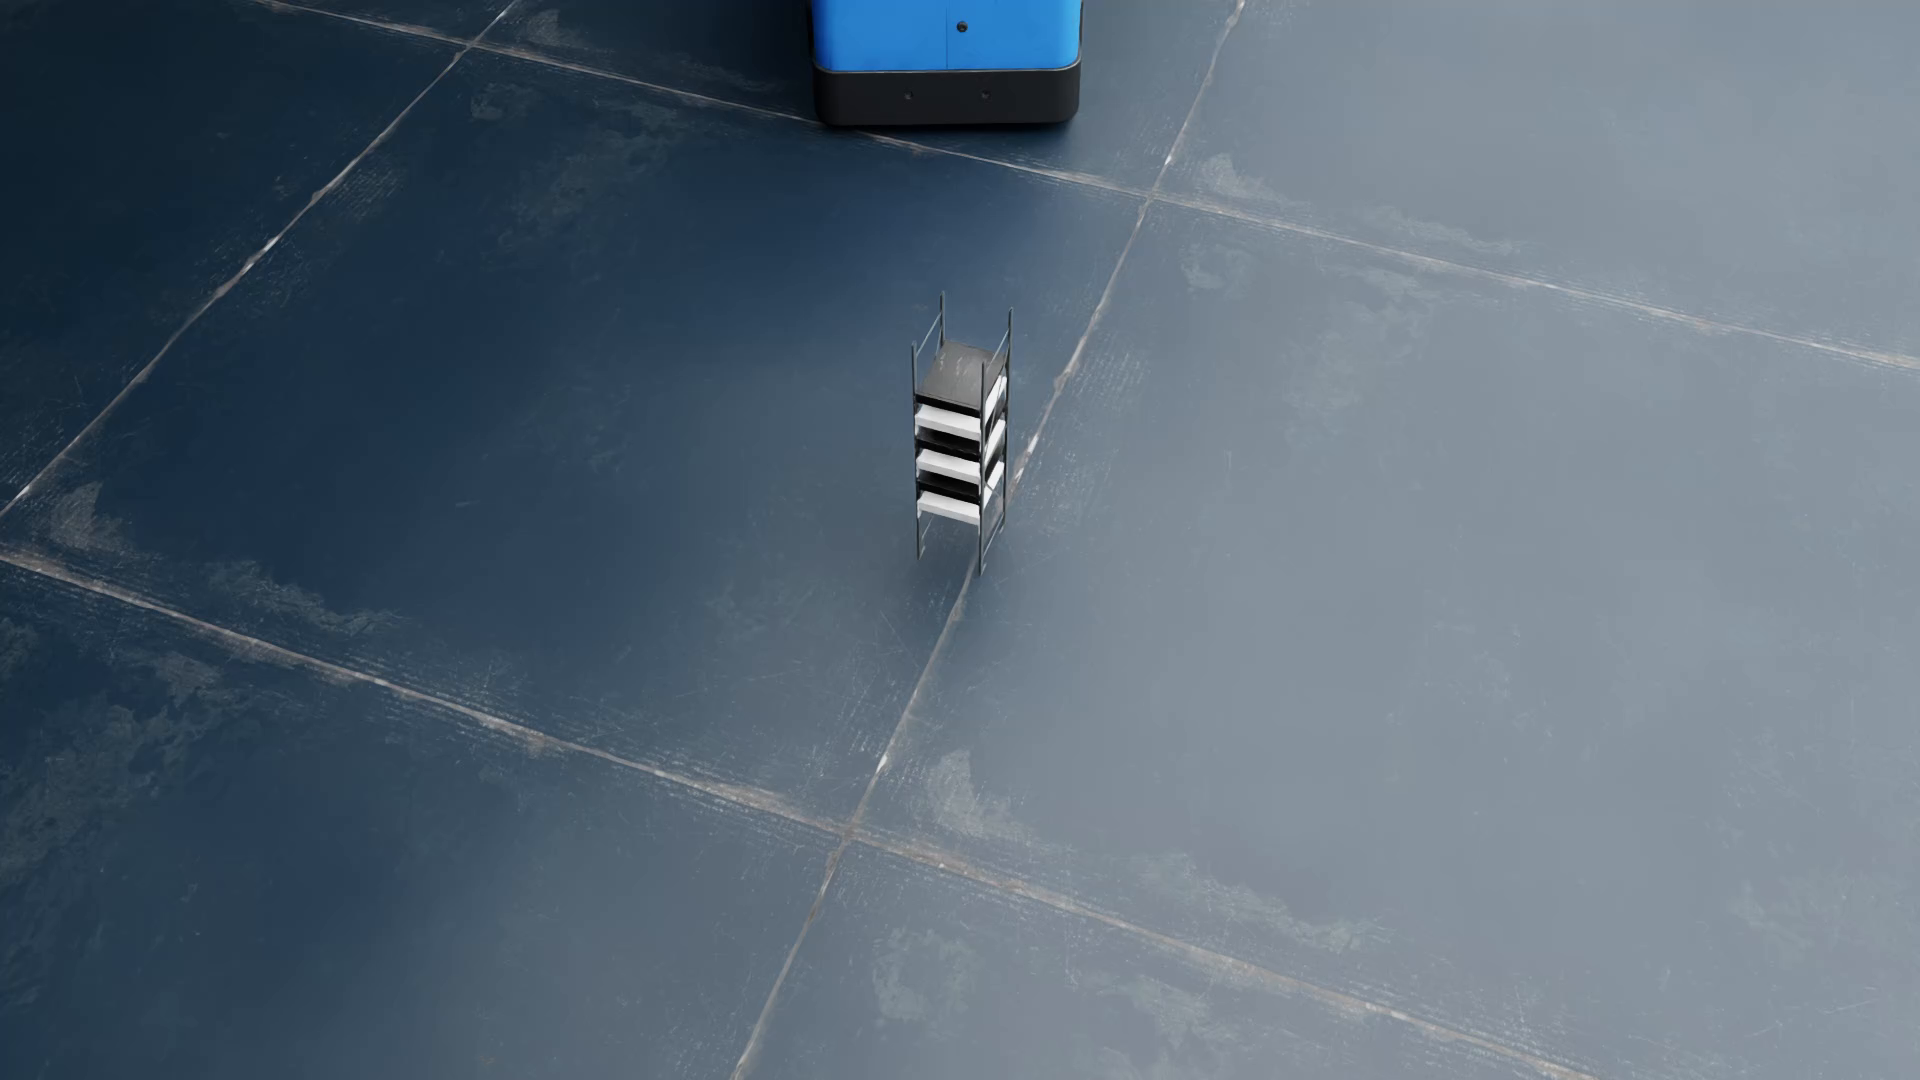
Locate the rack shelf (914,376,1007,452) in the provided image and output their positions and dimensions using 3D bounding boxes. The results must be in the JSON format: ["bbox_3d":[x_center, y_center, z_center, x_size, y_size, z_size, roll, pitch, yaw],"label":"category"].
[{"bbox_3d":[0.008,-0.389,4.797,0.200,0.077,0.258,16,51,13],"label":"rack shelf"}]

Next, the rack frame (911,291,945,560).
[{"bbox_3d":[-0.088,-0.319,4.931,0.006,0.900,0.240,16,51,13],"label":"rack frame"}]

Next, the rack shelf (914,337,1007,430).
[{"bbox_3d":[0.008,-0.448,4.729,0.200,0.077,0.258,16,51,13],"label":"rack shelf"}]

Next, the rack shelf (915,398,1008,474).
[{"bbox_3d":[0.008,-0.330,4.865,0.200,0.077,0.258,16,51,13],"label":"rack shelf"}]

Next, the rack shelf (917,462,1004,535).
[{"bbox_3d":[0.008,-0.153,5.069,0.200,0.077,0.258,16,51,13],"label":"rack shelf"}]

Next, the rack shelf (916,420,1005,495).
[{"bbox_3d":[0.008,-0.271,4.933,0.200,0.077,0.258,16,51,13],"label":"rack shelf"}]

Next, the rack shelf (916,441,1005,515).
[{"bbox_3d":[0.008,-0.212,5.001,0.200,0.077,0.258,16,51,13],"label":"rack shelf"}]

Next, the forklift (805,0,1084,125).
[{"bbox_3d":[-0.084,-3.703,6.520,1.130,2.935,3.031,-1,49,-1],"label":"forklift"}]

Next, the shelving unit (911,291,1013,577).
[{"bbox_3d":[0.008,-0.293,4.908,0.210,0.900,0.258,16,51,13],"label":"shelving unit"}]

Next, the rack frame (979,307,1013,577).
[{"bbox_3d":[0.103,-0.266,4.885,0.006,0.900,0.240,16,51,13],"label":"rack frame"}]
